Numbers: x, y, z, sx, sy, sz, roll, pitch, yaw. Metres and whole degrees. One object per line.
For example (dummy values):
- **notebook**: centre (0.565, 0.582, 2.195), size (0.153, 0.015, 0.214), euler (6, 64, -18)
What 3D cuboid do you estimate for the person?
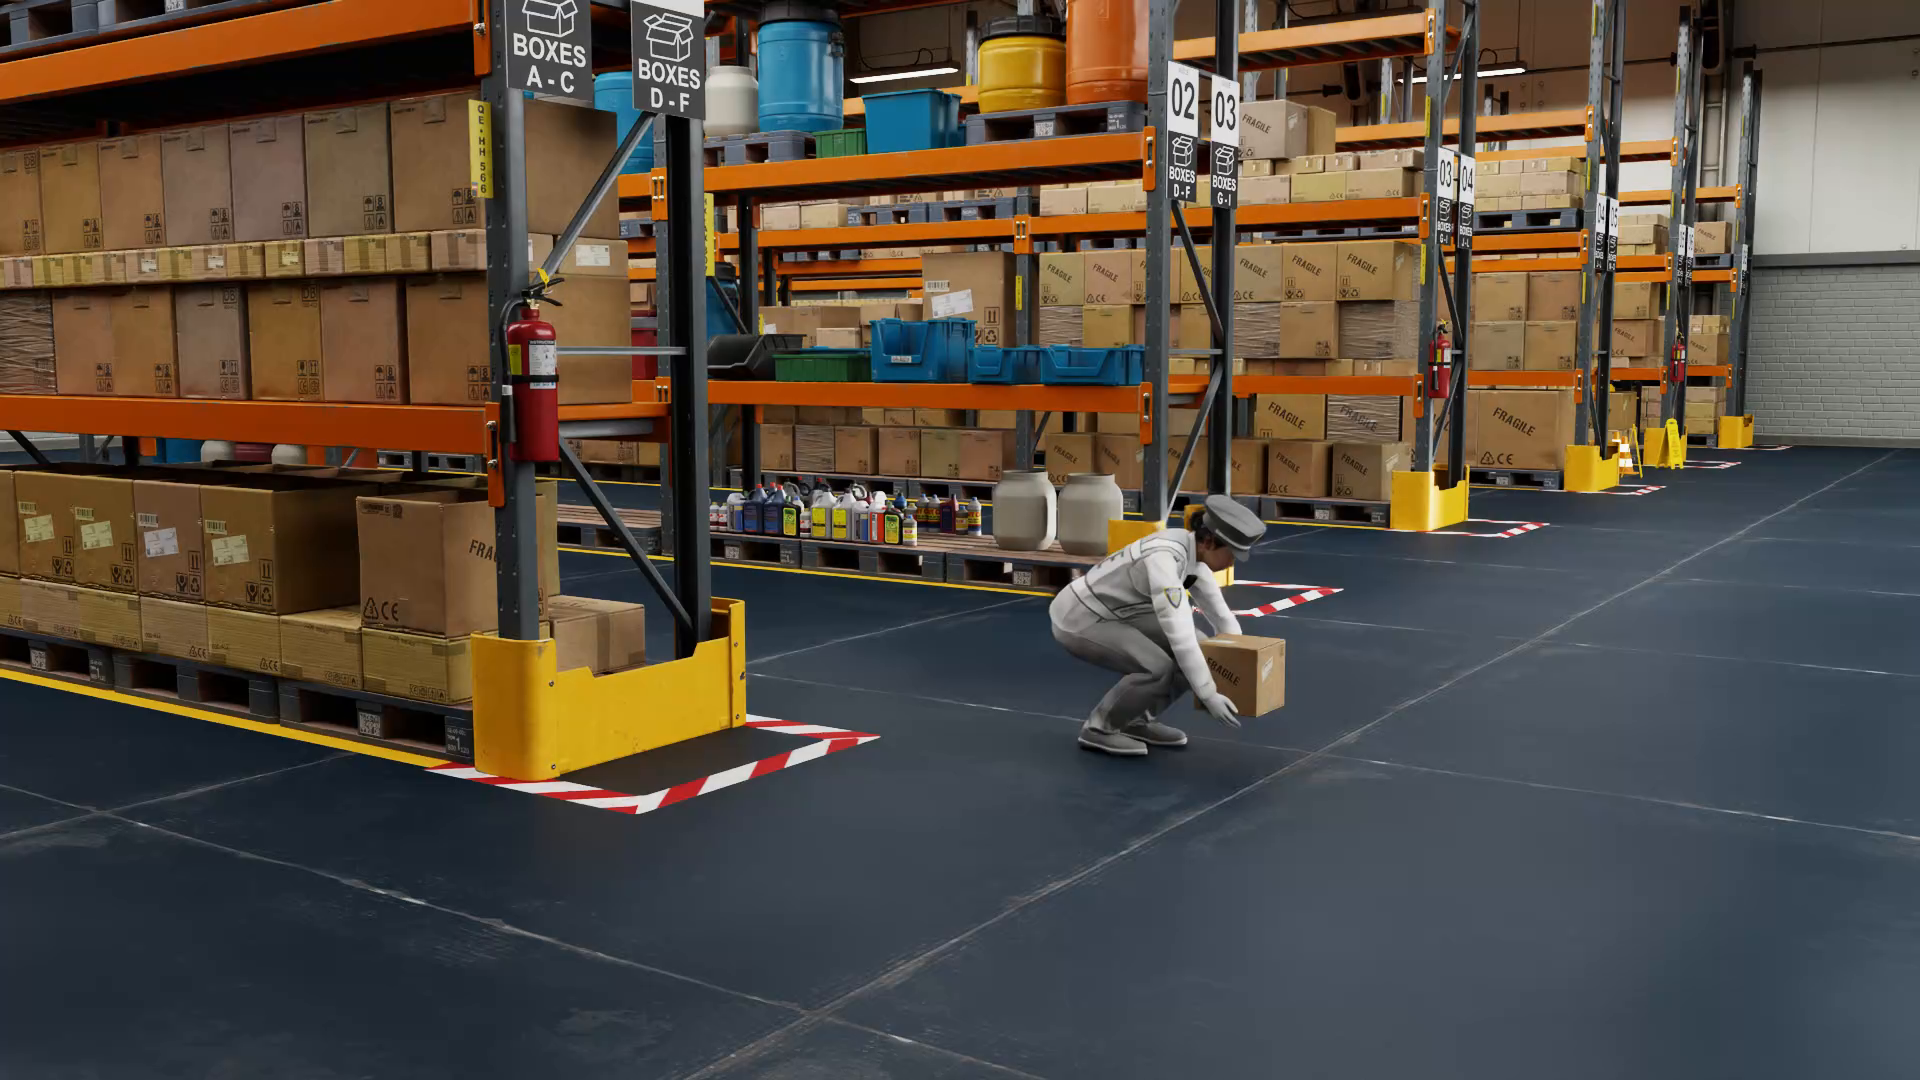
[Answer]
- **person**: centre (0.752, 0.312, 6.309), size (0.815, 0.984, 0.493), euler (4, 8, 33)
